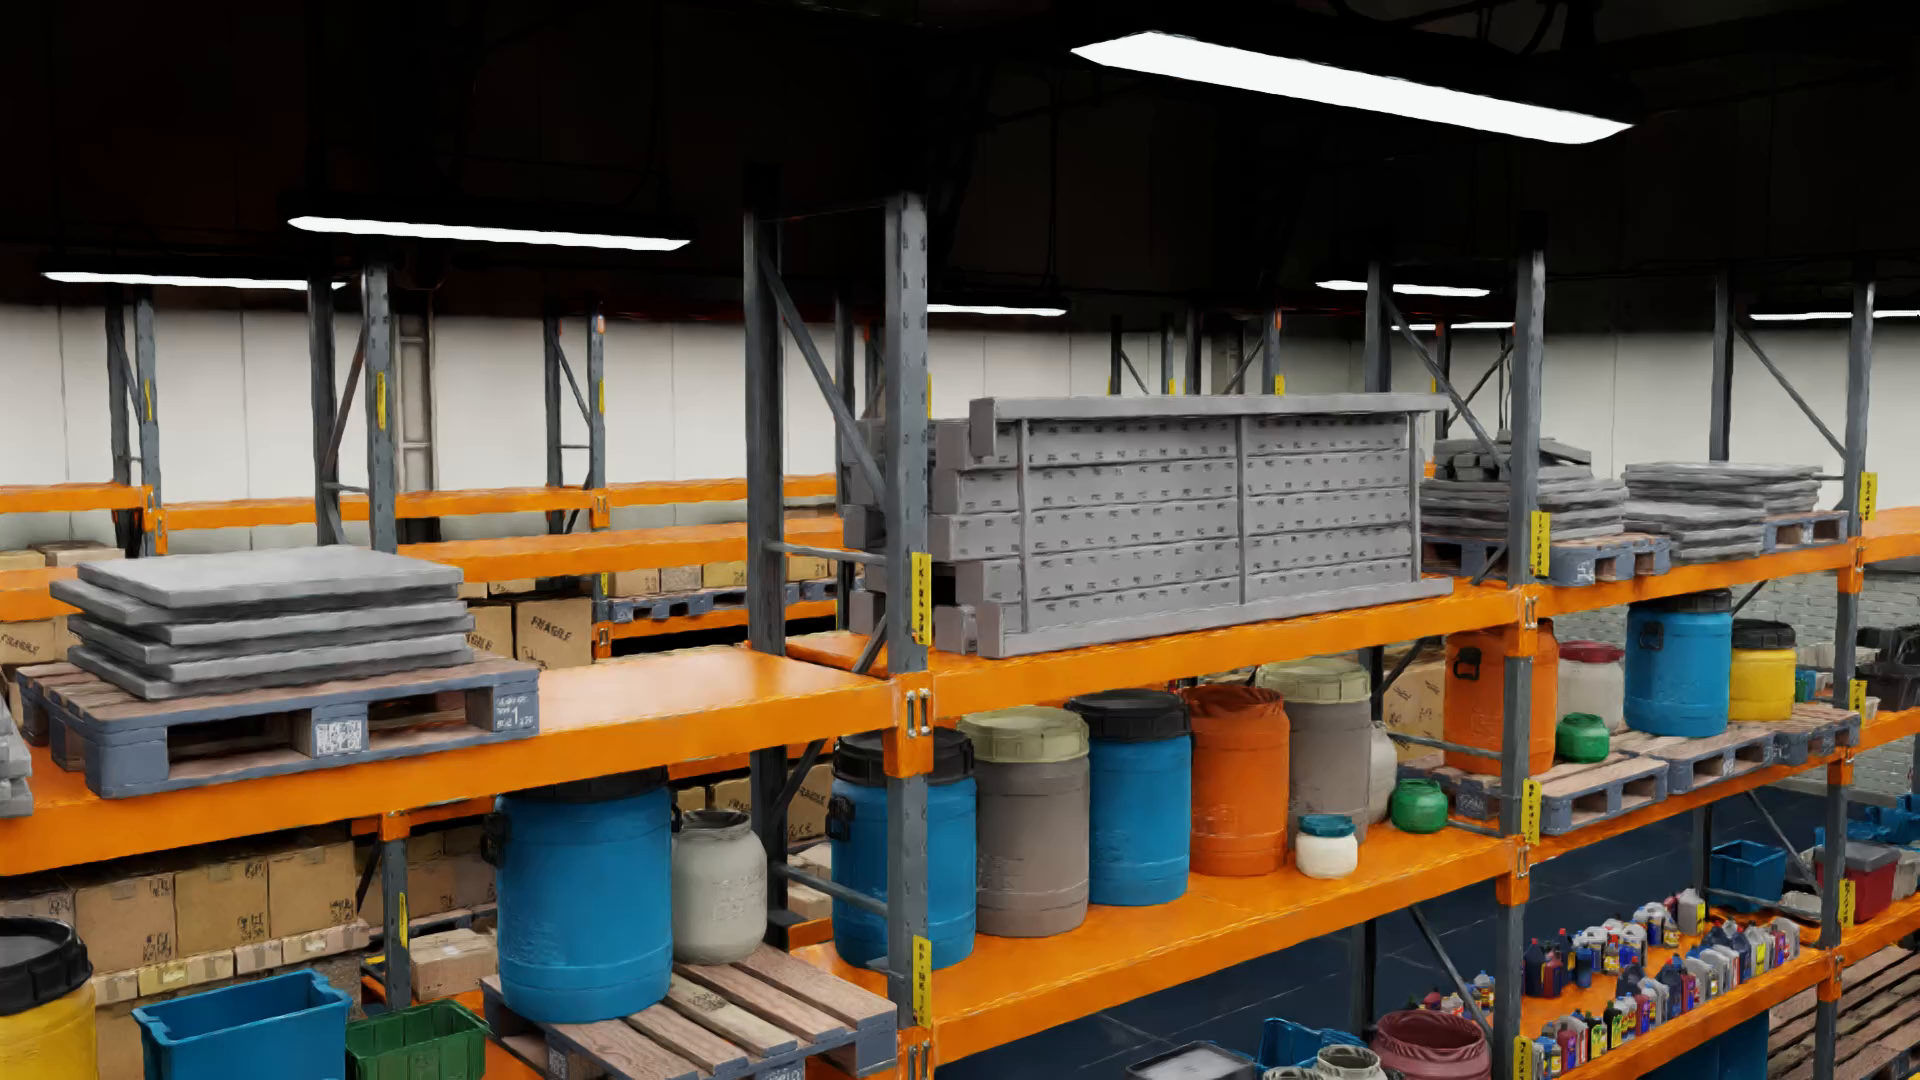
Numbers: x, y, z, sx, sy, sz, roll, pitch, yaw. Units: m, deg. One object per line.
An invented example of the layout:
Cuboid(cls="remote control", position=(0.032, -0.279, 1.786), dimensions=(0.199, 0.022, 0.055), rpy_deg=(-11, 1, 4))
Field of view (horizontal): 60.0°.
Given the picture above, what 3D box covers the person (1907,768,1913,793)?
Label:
Cuboid(cls="person", position=(9.128, 2.883, 15.744), dimensions=(0.884, 1.542, 0.450), rpy_deg=(-2, 6, -16))
